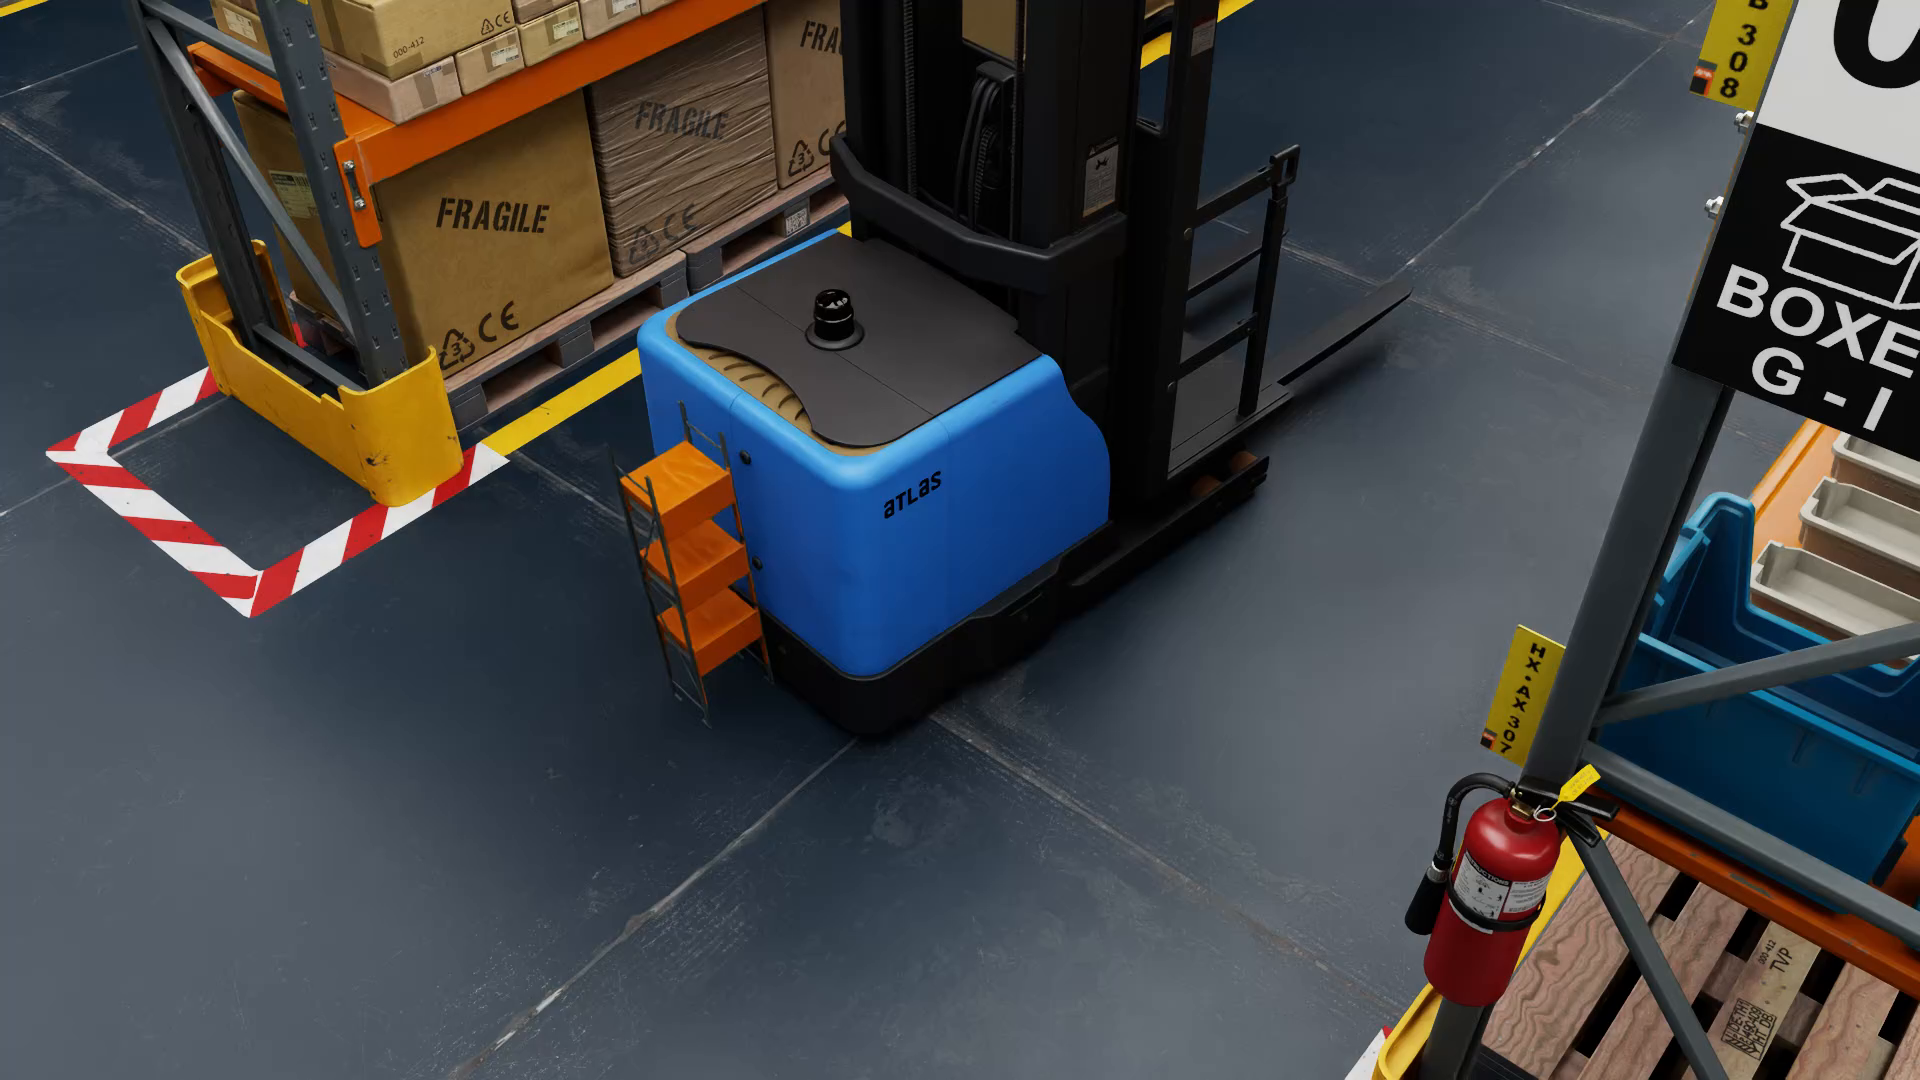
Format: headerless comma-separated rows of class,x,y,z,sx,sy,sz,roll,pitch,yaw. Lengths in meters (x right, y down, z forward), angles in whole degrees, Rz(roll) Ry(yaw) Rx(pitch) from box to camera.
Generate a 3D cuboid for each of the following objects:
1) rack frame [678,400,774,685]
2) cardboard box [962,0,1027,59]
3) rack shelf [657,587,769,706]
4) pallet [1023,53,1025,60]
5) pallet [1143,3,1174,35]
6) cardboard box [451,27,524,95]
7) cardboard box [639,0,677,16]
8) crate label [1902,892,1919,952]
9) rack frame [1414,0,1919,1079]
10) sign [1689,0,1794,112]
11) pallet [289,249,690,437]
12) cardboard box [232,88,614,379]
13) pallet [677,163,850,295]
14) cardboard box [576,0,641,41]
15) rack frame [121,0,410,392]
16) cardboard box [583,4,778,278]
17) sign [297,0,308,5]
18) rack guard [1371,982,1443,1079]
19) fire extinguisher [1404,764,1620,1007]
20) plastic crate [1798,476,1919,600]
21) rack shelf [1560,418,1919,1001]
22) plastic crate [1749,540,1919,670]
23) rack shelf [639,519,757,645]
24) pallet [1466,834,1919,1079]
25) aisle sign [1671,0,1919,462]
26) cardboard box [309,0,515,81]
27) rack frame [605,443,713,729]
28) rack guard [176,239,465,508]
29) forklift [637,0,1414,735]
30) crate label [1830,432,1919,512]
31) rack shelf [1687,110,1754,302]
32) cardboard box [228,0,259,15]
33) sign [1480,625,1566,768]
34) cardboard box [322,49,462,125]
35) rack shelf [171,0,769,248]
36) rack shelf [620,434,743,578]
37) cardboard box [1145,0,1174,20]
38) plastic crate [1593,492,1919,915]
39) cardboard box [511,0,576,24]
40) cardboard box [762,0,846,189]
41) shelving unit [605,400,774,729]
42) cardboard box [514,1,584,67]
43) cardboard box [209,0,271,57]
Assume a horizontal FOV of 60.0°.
rack frame,-0.680,0.035,4.907,0.008,1.050,0.200,-35,52,-27
cardboard box,-0.229,-2.684,7.739,0.875,0.875,0.875,29,50,28
rack shelf,-0.755,0.301,5.055,0.240,0.259,0.215,-35,52,-27
pallet,-0.293,-2.231,8.046,1.003,0.211,1.213,29,50,28
pallet,0.696,-3.018,8.912,1.003,0.211,1.213,29,50,28
cardboard box,-1.673,-1.640,5.511,0.380,0.149,0.250,29,50,28
cardboard box,-1.177,-2.037,5.948,0.380,0.149,0.250,29,49,28
crate label,1.884,0.639,2.897,0.416,0.233,0.303,29,50,28
rack frame,1.471,0.583,2.879,0.949,2.616,0.053,29,50,28
sign,1.042,-0.717,2.157,0.100,0.325,0.005,29,50,28
pallet,-1.863,-0.974,6.664,1.003,0.211,1.213,29,50,28
cardboard box,-1.967,-1.294,6.210,0.875,0.875,0.875,29,50,28
pallet,-1.078,-1.599,7.352,1.003,0.211,1.213,29,50,28
cardboard box,-1.341,-1.907,5.804,0.380,0.149,0.250,29,50,28
rack frame,-2.318,-1.560,5.236,1.000,3.000,0.127,29,50,28
cardboard box,-1.381,-1.762,6.726,0.875,0.875,0.875,29,50,28
sign,-1.897,-1.667,4.651,0.100,0.325,0.005,29,50,28
rack guard,1.468,1.527,3.699,1.175,0.500,0.348,29,50,28
fire extinguisher,1.028,0.632,3.160,0.296,0.674,0.183,29,50,28
plastic crate,2.057,0.018,3.652,0.396,0.136,0.243,29,50,28
rack shelf,2.760,-0.180,4.252,1.077,0.370,4.000,29,50,28
plastic crate,1.860,0.161,3.494,0.396,0.136,0.243,29,50,28
rack shelf,-0.769,0.105,4.858,0.240,0.259,0.215,-35,52,-27
pallet,2.034,1.208,4.265,1.003,0.211,1.213,29,50,28
aisle sign,1.203,-0.467,2.102,0.394,0.787,0.004,29,50,28
cardboard box,-1.802,-1.745,5.330,0.500,0.250,0.500,28,49,27
rack frame,-0.858,0.159,4.795,0.008,1.050,0.200,-35,52,-27
rack guard,-2.333,-0.623,6.064,1.175,0.500,0.348,29,50,28
forklift,0.451,-1.373,5.081,3.031,2.935,1.130,-33,51,-31
crate label,2.218,-0.136,3.821,0.396,0.136,0.243,29,50,28
rack shelf,2.760,-1.289,3.243,1.077,0.370,4.000,29,50,28
cardboard box,-2.209,-1.979,5.587,0.500,0.250,0.500,29,50,28
sign,1.042,0.294,3.076,0.100,0.325,0.005,29,50,28
cardboard box,-1.837,-1.507,5.365,0.380,0.149,0.250,30,50,29
rack shelf,-1.030,-2.324,6.611,1.077,0.370,4.000,29,50,28
rack shelf,-0.783,-0.096,4.658,0.240,0.259,0.215,-35,52,-27
cardboard box,0.653,-3.327,8.447,1.225,0.875,0.875,30,50,29
plastic crate,1.546,0.296,3.124,0.616,0.435,0.499,29,50,28
cardboard box,-1.473,-2.016,5.627,0.500,0.250,0.500,29,50,28
cardboard box,-0.809,-2.221,7.230,0.875,0.875,0.875,29,50,28
shelving unit,-0.769,0.097,4.851,0.252,1.050,0.215,-35,52,-27
cardboard box,-1.508,-1.772,5.656,0.380,0.149,0.250,28,49,28
cardboard box,-2.340,-1.793,5.679,0.380,0.149,0.250,30,50,29
